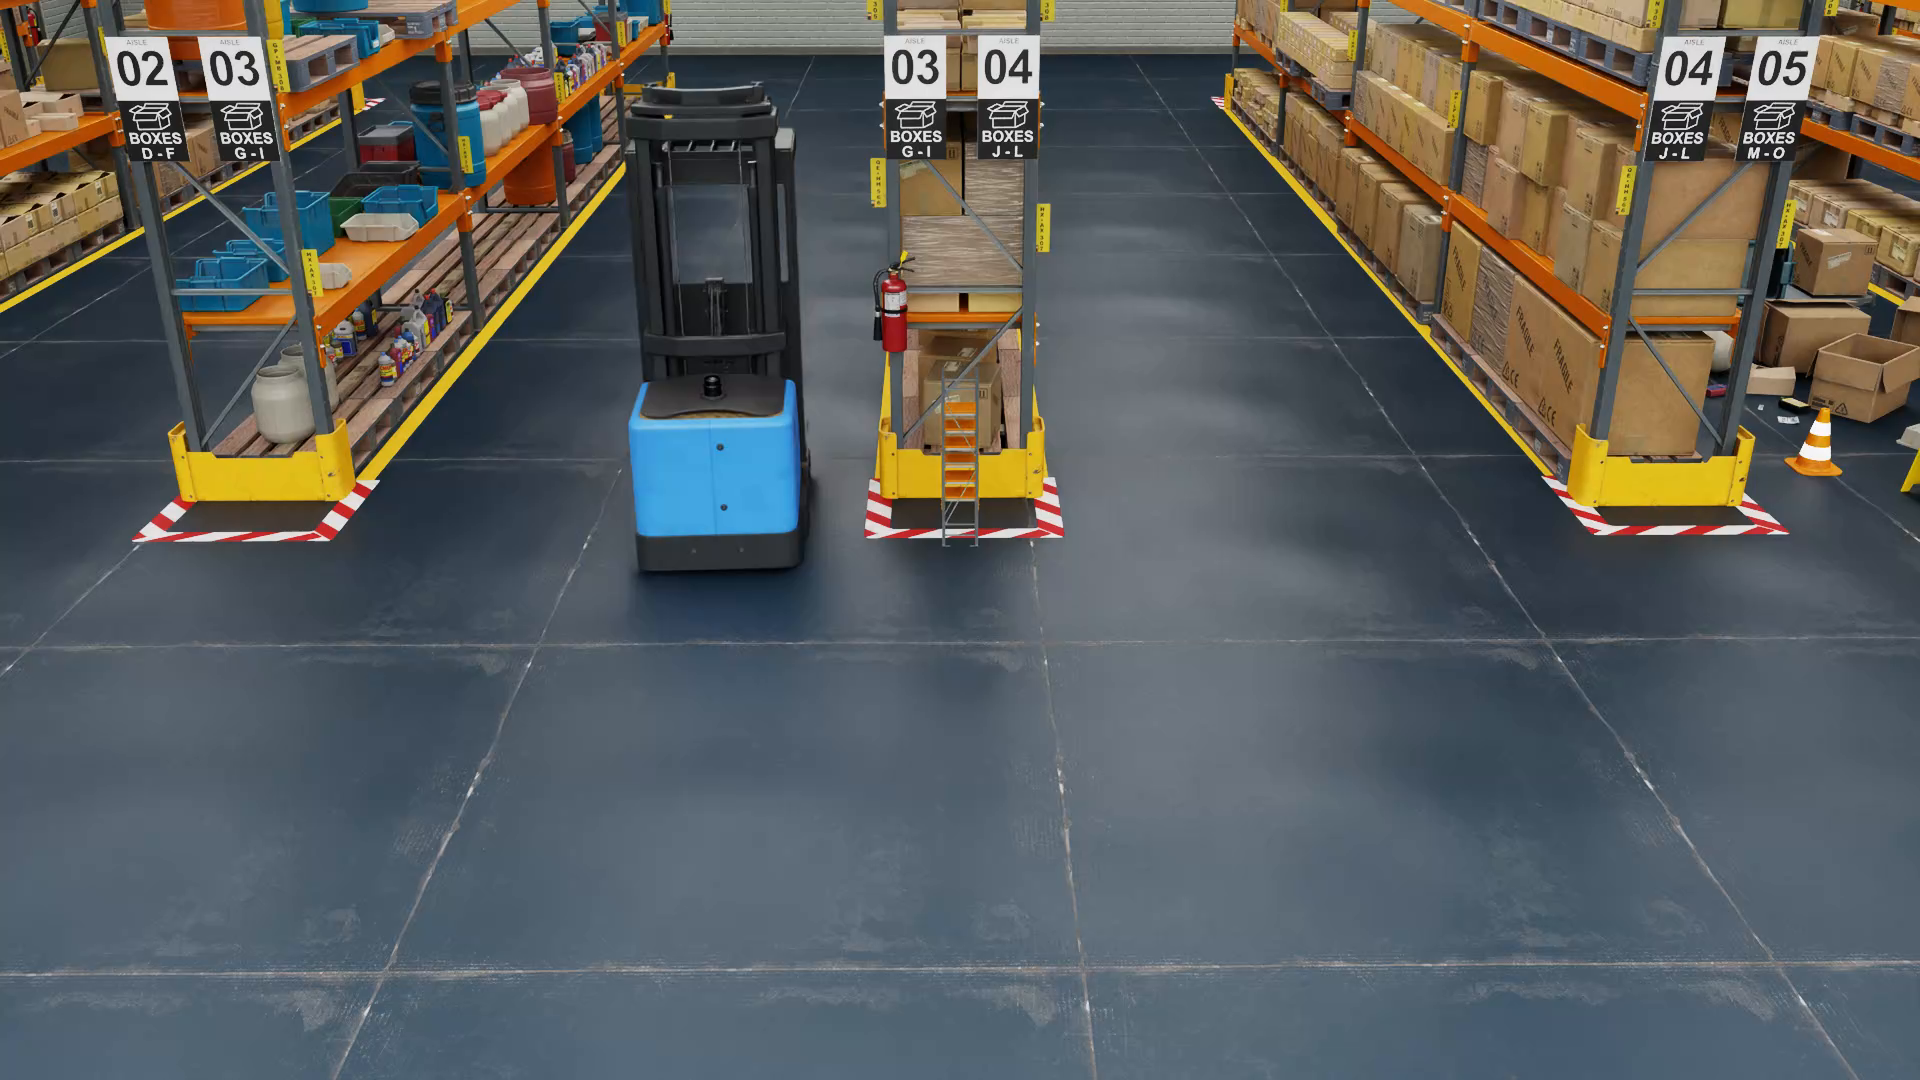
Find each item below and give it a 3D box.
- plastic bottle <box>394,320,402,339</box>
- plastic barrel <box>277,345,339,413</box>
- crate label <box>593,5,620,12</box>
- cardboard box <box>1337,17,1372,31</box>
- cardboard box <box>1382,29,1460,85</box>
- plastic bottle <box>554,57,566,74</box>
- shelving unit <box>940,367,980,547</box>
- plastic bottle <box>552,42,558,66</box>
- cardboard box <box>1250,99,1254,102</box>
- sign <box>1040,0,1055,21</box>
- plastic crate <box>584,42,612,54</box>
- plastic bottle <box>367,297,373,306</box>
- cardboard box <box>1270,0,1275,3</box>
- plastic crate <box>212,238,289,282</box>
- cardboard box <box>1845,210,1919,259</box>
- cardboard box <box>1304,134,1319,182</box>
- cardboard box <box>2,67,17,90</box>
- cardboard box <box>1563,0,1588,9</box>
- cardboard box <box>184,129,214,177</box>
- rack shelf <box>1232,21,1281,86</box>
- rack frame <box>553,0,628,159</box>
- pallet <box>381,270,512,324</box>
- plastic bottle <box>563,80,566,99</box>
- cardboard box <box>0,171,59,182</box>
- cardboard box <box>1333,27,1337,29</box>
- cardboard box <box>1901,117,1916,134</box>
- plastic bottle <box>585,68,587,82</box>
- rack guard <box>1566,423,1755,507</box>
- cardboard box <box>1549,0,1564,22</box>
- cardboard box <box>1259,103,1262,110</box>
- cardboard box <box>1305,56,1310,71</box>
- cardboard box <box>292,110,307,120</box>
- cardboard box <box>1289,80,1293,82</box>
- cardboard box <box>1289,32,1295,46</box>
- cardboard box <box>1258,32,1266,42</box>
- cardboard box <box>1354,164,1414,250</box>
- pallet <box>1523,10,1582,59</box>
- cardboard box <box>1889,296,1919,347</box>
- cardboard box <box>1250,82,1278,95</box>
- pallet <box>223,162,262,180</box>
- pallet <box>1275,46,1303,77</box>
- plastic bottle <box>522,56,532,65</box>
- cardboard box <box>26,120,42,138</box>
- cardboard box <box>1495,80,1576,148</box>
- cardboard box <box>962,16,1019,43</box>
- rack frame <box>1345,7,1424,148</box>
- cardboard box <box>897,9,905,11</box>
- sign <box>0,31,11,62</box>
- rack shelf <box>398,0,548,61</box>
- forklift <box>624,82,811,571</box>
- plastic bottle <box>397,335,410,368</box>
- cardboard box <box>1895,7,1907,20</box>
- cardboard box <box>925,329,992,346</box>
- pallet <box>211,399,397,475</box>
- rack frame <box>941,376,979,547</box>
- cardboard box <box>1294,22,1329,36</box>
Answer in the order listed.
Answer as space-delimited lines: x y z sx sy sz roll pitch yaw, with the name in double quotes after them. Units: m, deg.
-4.792 -1.750 14.241 0.061 0.283 0.133 0 24 -1 "plastic bottle"
-5.030 -1.218 12.812 0.421 0.512 0.421 0 24 0 "plastic barrel"
-5.442 -8.123 25.701 0.416 0.233 0.303 0 24 -1 "crate label"
5.046 -6.596 21.268 0.380 0.149 0.250 -1 24 -2 "cardboard box"
4.887 -5.090 17.529 0.700 0.500 0.500 -1 24 -1 "cardboard box"
-4.873 -5.717 20.311 0.144 0.351 0.185 0 24 -1 "plastic bottle"
0.000 -0.541 10.989 0.258 1.200 0.189 0 24 -1 "shelving unit"
-5.391 -6.442 21.912 0.144 0.351 0.185 0 24 -1 "plastic bottle"
4.569 -6.533 25.005 0.380 0.149 0.250 0 24 0 "cardboard box"
0.555 -3.472 10.586 0.100 0.325 0.005 0 24 -1 "sign"
-4.934 -6.727 22.730 0.396 0.136 0.243 0 24 -1 "plastic crate"
-5.282 -2.028 14.856 0.061 0.283 0.133 0 24 -1 "plastic bottle"
4.555 -7.672 22.878 0.500 0.500 0.500 -1 24 -2 "cardboard box"
-5.247 -2.087 12.405 0.499 0.251 0.408 0 24 -1 "plastic crate"
9.849 -3.190 17.343 0.950 0.372 0.625 1 24 1 "cardboard box"
4.593 -4.736 20.605 0.500 0.500 0.500 -1 24 -3 "cardboard box"
-14.914 -6.995 25.601 0.700 0.500 0.500 0 24 -1 "cardboard box"
4.679 -3.970 11.937 0.500 0.250 0.500 0 24 -1 "cardboard box"
-9.723 -4.846 20.824 0.500 0.500 0.500 -1 24 -2 "cardboard box"
4.820 -7.126 24.240 1.077 0.370 4.000 0 24 -1 "rack shelf"
-5.072 -6.627 22.263 1.000 3.000 0.127 0 24 -1 "rack frame"
-5.032 -2.384 16.264 1.003 0.211 1.213 0 24 -1 "pallet"
-4.714 -5.293 19.463 0.152 0.276 0.135 0 24 -1 "plastic bottle"
-10.269 -3.935 18.457 0.500 0.311 0.500 1 24 1 "cardboard box"
5.048 -6.571 21.573 0.380 0.149 0.250 0 24 0 "cardboard box"
9.599 -4.106 16.483 0.380 0.149 0.250 0 24 -1 "cardboard box"
-4.702 -5.819 20.716 0.097 0.201 0.097 0 24 0 "plastic bottle"
4.973 -0.537 11.830 1.175 0.500 0.348 0 24 -1 "rack guard"
4.614 -3.938 12.352 0.380 0.149 0.250 0 24 0 "cardboard box"
4.575 -6.327 24.189 0.380 0.149 0.250 -1 24 -3 "cardboard box"
4.412 -5.788 20.204 0.380 0.149 0.250 0 24 1 "cardboard box"
-10.050 -6.444 24.353 0.797 0.503 0.637 0 24 -1 "cardboard box"
5.131 -6.797 24.867 0.380 0.149 0.250 1 24 1 "cardboard box"
4.398 -6.358 21.102 0.380 0.149 0.250 -1 24 -3 "cardboard box"
4.516 -7.276 24.003 0.380 0.149 0.250 0 24 0 "cardboard box"
4.815 -3.537 17.650 1.050 0.750 0.750 0 24 0 "cardboard box"
4.938 -3.821 12.527 1.003 0.211 1.213 0 24 -1 "pallet"
8.529 -1.812 14.647 0.500 0.500 0.500 19 30 35 "cardboard box"
4.498 -6.682 24.613 0.380 0.149 0.250 0 24 0 "cardboard box"
-9.978 -5.001 22.051 1.003 0.211 1.213 0 24 -1 "pallet"
4.705 -6.227 21.611 1.003 0.211 1.213 0 24 -1 "pallet"
-5.435 -5.901 20.808 0.152 0.276 0.135 0 24 -1 "plastic bottle"
-9.911 -4.319 17.463 0.380 0.149 0.250 2 24 3 "cardboard box"
5.021 -3.516 13.891 0.875 0.550 0.550 0 24 -1 "cardboard box"
0.208 -3.510 11.429 0.380 0.149 0.250 -1 24 -2 "cardboard box"
4.886 -4.982 18.625 1.000 3.000 0.127 0 24 -1 "rack frame"
-0.310 -3.834 12.145 0.380 0.149 0.250 -1 24 -3 "cardboard box"
-10.524 -5.443 18.337 0.100 0.325 0.005 0 24 -1 "sign"
-5.006 -5.194 16.327 1.077 0.370 4.000 0 24 -1 "rack shelf"
-1.647 -1.704 11.461 1.130 2.935 3.031 -2 24 -3 "forklift"
-4.654 -1.571 13.860 0.097 0.271 0.097 0 24 0 "plastic bottle"
14.452 -8.037 25.202 0.500 0.250 0.500 0 24 0 "cardboard box"
-0.007 -1.519 13.492 0.500 0.500 0.500 2 24 4 "cardboard box"
-4.992 -0.778 12.714 1.003 0.211 1.213 0 24 -1 "pallet"
0.001 -0.503 10.906 0.240 1.200 0.006 0 24 -1 "rack frame"
4.399 -6.385 20.800 0.380 0.149 0.250 0 24 -1 "cardboard box"
